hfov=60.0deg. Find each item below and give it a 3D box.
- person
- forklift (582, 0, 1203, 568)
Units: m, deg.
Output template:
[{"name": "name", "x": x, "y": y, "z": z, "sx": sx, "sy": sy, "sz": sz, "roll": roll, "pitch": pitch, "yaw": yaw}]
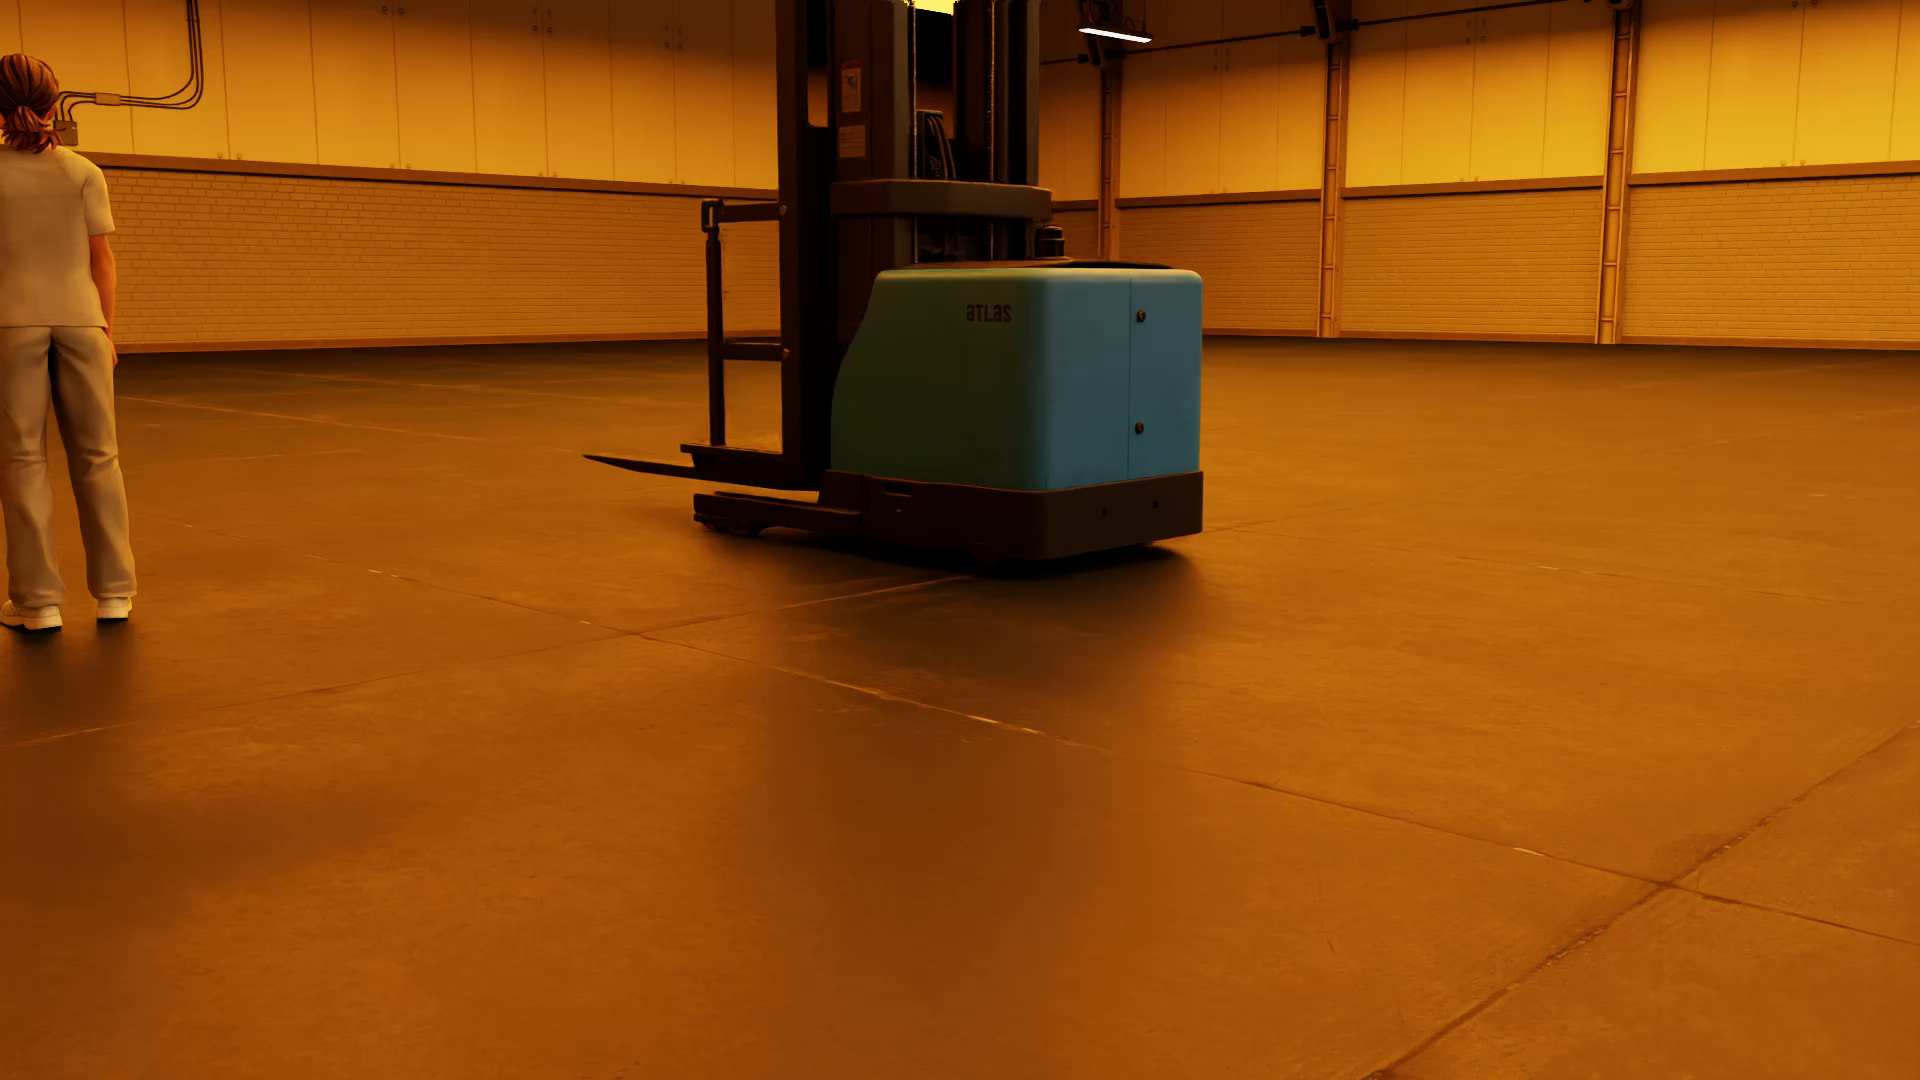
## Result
[{"name": "person", "x": -2.724, "y": -0.577, "z": 4.938, "sx": 0.437, "sy": 1.671, "sz": 0.382, "roll": -7, "pitch": 11, "yaw": -41}, {"name": "forklift", "x": -0.474, "y": -1.513, "z": 6.922, "sx": 3.031, "sy": 2.935, "sz": 1.130, "roll": 8, "pitch": 12, "yaw": 43}]
